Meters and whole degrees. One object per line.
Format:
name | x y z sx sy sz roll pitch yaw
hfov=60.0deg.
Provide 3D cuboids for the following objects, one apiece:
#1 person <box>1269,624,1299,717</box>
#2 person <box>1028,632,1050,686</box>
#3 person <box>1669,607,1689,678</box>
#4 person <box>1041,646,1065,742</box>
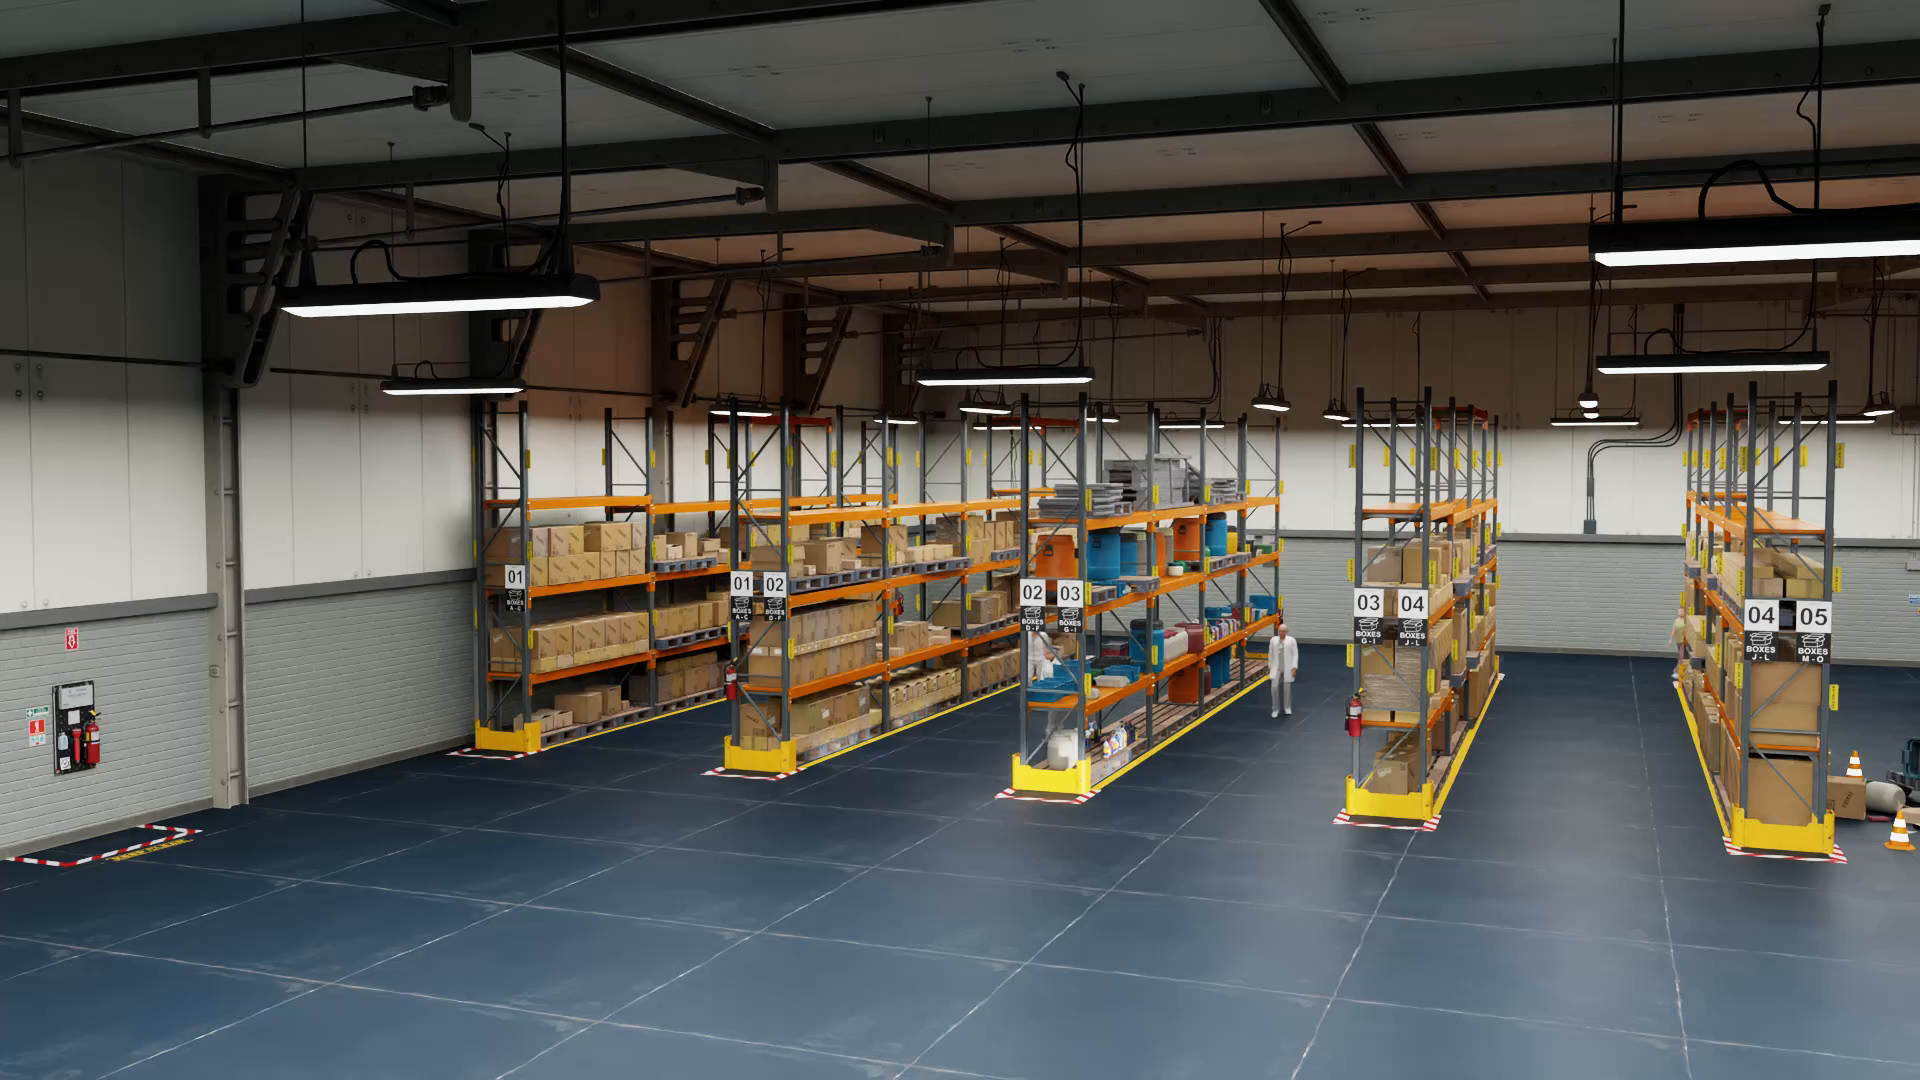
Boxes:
person | 6.303 2.554 32.437 0.621 1.831 0.626 1 3 24
person | 1.536 2.489 33.597 0.583 1.830 0.566 1 3 24
person | 16.513 2.320 38.014 1.093 1.599 0.488 -2 3 -33
person | 1.641 2.721 29.751 0.828 1.669 0.516 -2 4 -42
